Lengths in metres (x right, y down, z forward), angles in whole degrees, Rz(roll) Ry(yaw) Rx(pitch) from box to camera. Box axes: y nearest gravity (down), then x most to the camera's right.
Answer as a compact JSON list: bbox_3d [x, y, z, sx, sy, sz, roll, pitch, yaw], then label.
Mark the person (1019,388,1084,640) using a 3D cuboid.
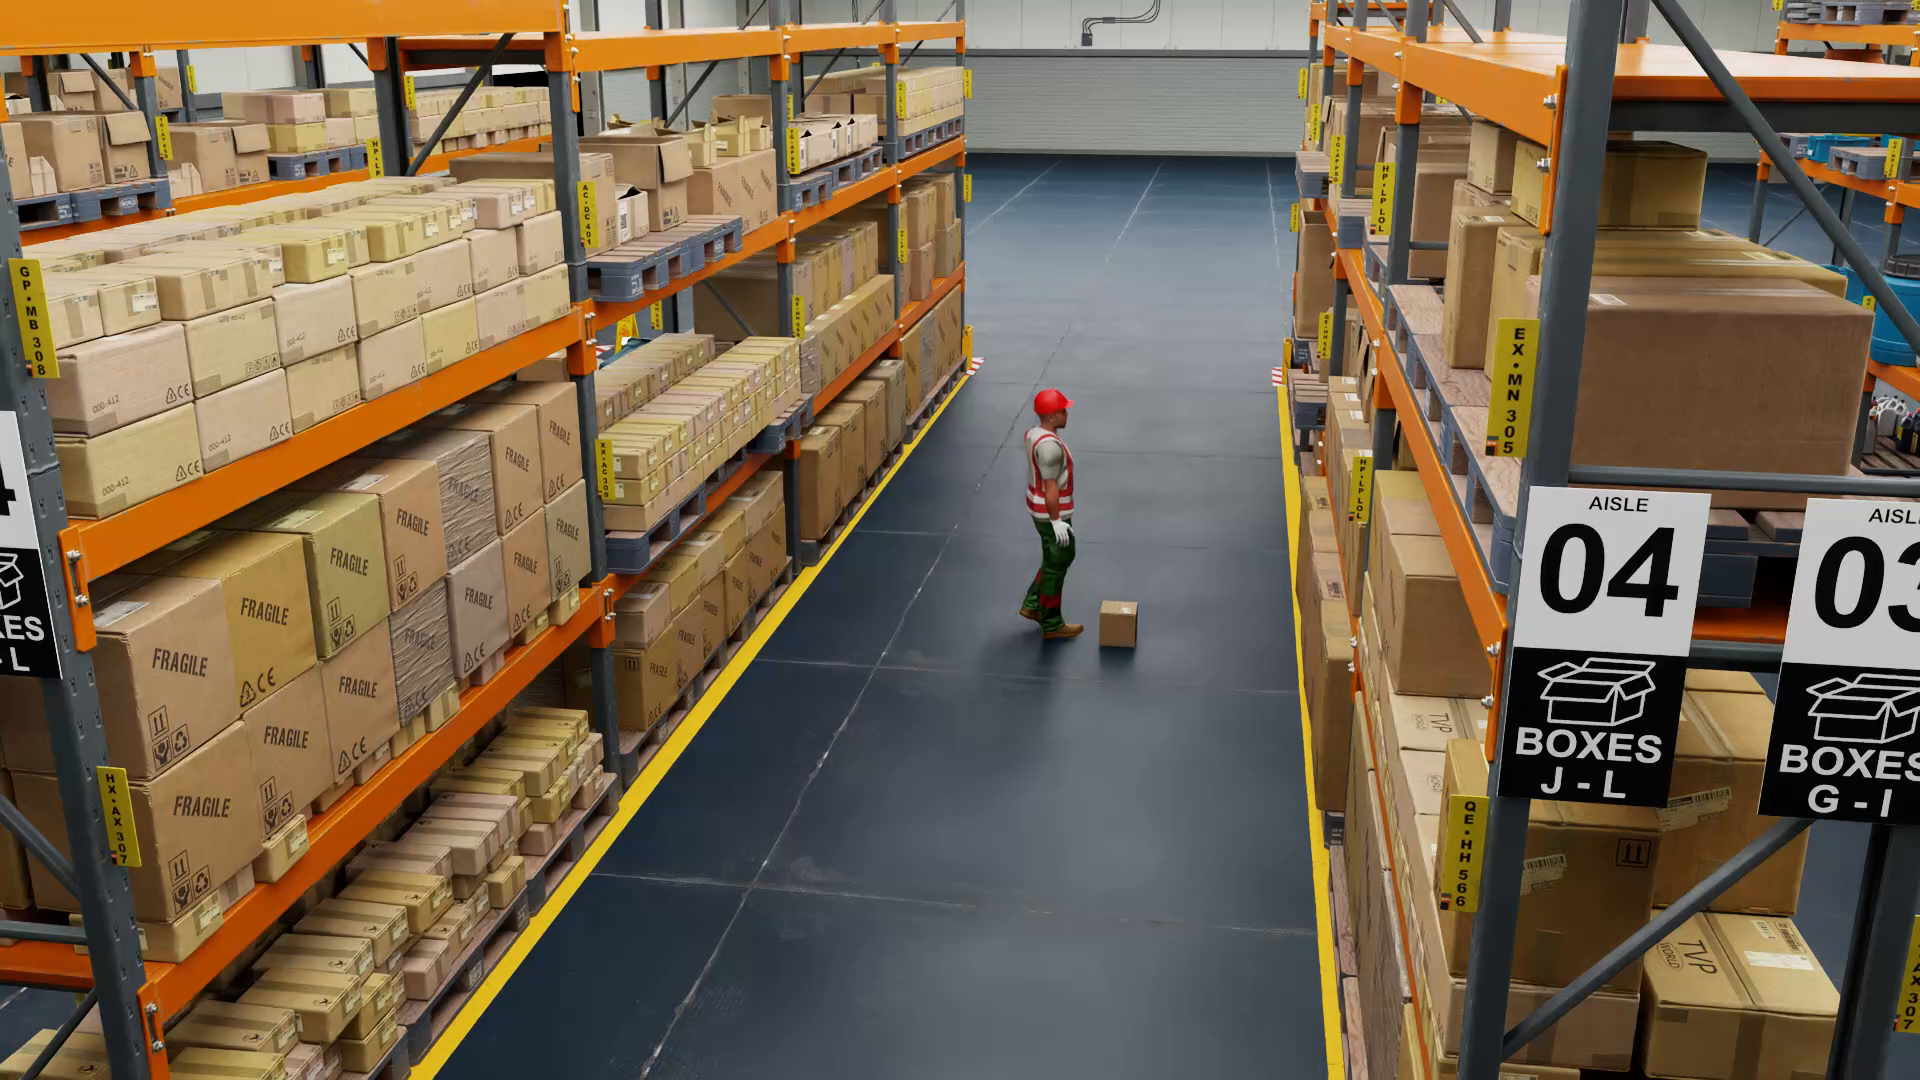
[{"bbox_3d":[0.660,-0.171,11.523,0.441,1.795,0.545,-3,18,-9],"label":"person"}]
